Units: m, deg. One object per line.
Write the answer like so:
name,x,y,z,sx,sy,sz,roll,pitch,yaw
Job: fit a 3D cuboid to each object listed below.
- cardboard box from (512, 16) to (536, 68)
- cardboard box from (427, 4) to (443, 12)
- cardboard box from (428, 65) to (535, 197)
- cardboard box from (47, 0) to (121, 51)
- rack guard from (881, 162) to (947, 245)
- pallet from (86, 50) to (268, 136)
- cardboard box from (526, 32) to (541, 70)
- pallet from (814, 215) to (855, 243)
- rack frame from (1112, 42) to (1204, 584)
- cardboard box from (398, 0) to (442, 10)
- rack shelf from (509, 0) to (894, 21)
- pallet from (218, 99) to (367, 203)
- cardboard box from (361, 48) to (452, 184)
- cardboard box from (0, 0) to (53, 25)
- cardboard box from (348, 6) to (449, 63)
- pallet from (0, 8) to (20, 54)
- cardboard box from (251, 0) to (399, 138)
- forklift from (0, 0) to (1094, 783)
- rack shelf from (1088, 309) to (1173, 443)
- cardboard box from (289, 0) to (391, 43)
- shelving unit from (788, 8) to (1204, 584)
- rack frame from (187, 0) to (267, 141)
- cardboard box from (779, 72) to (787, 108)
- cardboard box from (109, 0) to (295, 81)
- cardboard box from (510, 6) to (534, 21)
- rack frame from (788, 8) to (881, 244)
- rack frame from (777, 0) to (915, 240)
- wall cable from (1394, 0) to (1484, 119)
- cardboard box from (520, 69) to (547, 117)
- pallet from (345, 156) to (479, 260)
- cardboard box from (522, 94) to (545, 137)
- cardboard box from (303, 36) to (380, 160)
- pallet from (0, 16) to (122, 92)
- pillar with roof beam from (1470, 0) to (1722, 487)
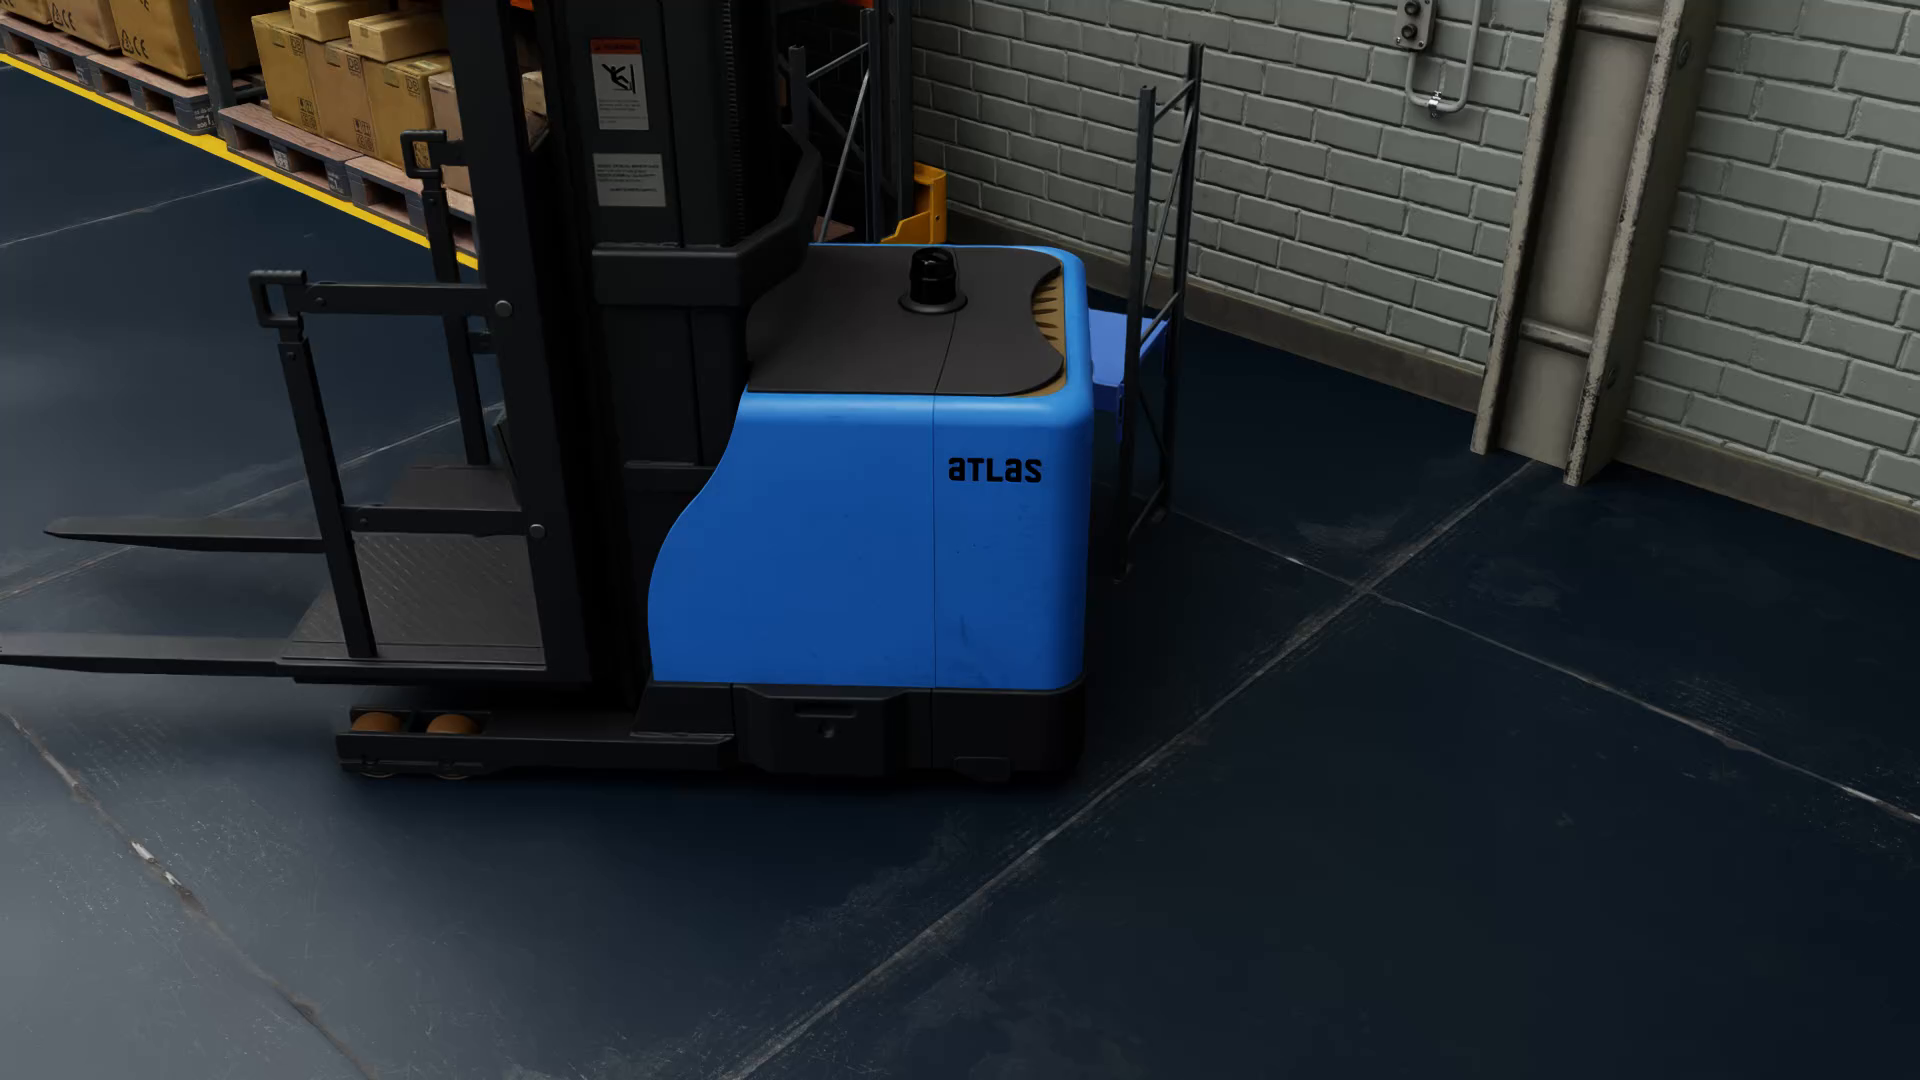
cardboard box,-1.866,-2.253,7.472,0.250,0.149,0.380,25,39,36
cardboard box,-2.245,-2.430,7.766,0.250,0.149,0.380,25,39,36
cardboard box,-1.896,-1.851,7.433,0.500,0.500,0.700,24,38,34
cardboard box,-4.762,-3.316,9.527,0.750,0.750,0.750,26,40,36
rack guard,-0.548,-1.112,6.612,0.348,0.500,1.175,25,39,35
pallet,-4.154,-2.619,9.395,1.213,0.211,1.003,25,39,35
cardboard box,-1.675,-2.165,7.325,0.250,0.149,0.380,26,39,36
pallet,-1.211,-1.243,7.110,1.213,0.211,1.003,25,39,35
rack frame,0.572,-0.631,4.844,0.032,1.500,0.500,12,33,19
cardboard box,-2.432,-2.518,7.911,0.250,0.149,0.380,24,38,34
rack shelf,-2.048,-2.575,7.316,4.000,0.370,1.077,25,39,35
pallet,-3.020,-2.087,8.513,1.213,0.211,1.003,25,39,35
cardboard box,-2.296,-2.033,7.734,0.500,0.500,0.700,26,40,36
cardboard box,-5.395,-3.608,10.012,0.750,0.750,0.750,25,39,35
cardboard box,-2.527,-2.295,7.542,0.250,0.149,0.380,24,38,34
pallet,-5.963,-3.463,10.798,1.213,0.211,1.003,25,39,35
cardboard box,-3.046,-2.386,8.322,0.500,0.500,0.700,26,39,36
forklift,-1.182,-0.916,3.930,3.031,2.935,1.130,1,31,2
rack shelf,0.103,-0.579,5.106,1.000,0.185,0.538,12,33,19
cardboard box,-2.914,-2.476,7.842,0.250,0.149,0.380,27,40,37
shelving unit,0.103,-0.733,5.013,1.048,1.500,0.538,12,33,19
rack frame,-3.531,-3.575,8.281,0.127,3.000,1.000,25,39,35
cardboard box,-0.925,-1.815,6.744,0.250,0.149,0.380,25,39,35
cardboard box,-4.100,-3.009,9.018,0.750,0.750,0.750,26,39,36
cardboard box,-2.053,-2.341,7.618,0.250,0.149,0.380,24,39,34
rack frame,-0.366,-0.834,5.181,0.032,1.500,0.500,12,33,19
rack frame,-0.566,-2.191,5.981,0.127,3.000,1.000,25,39,35
wall cable,1.019,-2.545,5.584,1.851,1.984,0.084,25,39,35
cardboard box,-1.559,-1.845,6.793,0.250,0.149,0.380,26,40,36
pallet,-2.111,-1.665,7.812,1.213,0.211,1.003,25,39,35
cardboard box,-1.523,-1.677,7.144,0.500,0.500,0.700,25,39,35
cardboard box,-2.675,-2.211,8.031,0.500,0.500,0.700,25,39,35
pallet,-5.063,-3.041,10.097,1.213,0.211,1.003,25,39,35
pillar with roof beam,-0.872,-2.511,0.696,0.400,9.000,9.100,25,39,35
